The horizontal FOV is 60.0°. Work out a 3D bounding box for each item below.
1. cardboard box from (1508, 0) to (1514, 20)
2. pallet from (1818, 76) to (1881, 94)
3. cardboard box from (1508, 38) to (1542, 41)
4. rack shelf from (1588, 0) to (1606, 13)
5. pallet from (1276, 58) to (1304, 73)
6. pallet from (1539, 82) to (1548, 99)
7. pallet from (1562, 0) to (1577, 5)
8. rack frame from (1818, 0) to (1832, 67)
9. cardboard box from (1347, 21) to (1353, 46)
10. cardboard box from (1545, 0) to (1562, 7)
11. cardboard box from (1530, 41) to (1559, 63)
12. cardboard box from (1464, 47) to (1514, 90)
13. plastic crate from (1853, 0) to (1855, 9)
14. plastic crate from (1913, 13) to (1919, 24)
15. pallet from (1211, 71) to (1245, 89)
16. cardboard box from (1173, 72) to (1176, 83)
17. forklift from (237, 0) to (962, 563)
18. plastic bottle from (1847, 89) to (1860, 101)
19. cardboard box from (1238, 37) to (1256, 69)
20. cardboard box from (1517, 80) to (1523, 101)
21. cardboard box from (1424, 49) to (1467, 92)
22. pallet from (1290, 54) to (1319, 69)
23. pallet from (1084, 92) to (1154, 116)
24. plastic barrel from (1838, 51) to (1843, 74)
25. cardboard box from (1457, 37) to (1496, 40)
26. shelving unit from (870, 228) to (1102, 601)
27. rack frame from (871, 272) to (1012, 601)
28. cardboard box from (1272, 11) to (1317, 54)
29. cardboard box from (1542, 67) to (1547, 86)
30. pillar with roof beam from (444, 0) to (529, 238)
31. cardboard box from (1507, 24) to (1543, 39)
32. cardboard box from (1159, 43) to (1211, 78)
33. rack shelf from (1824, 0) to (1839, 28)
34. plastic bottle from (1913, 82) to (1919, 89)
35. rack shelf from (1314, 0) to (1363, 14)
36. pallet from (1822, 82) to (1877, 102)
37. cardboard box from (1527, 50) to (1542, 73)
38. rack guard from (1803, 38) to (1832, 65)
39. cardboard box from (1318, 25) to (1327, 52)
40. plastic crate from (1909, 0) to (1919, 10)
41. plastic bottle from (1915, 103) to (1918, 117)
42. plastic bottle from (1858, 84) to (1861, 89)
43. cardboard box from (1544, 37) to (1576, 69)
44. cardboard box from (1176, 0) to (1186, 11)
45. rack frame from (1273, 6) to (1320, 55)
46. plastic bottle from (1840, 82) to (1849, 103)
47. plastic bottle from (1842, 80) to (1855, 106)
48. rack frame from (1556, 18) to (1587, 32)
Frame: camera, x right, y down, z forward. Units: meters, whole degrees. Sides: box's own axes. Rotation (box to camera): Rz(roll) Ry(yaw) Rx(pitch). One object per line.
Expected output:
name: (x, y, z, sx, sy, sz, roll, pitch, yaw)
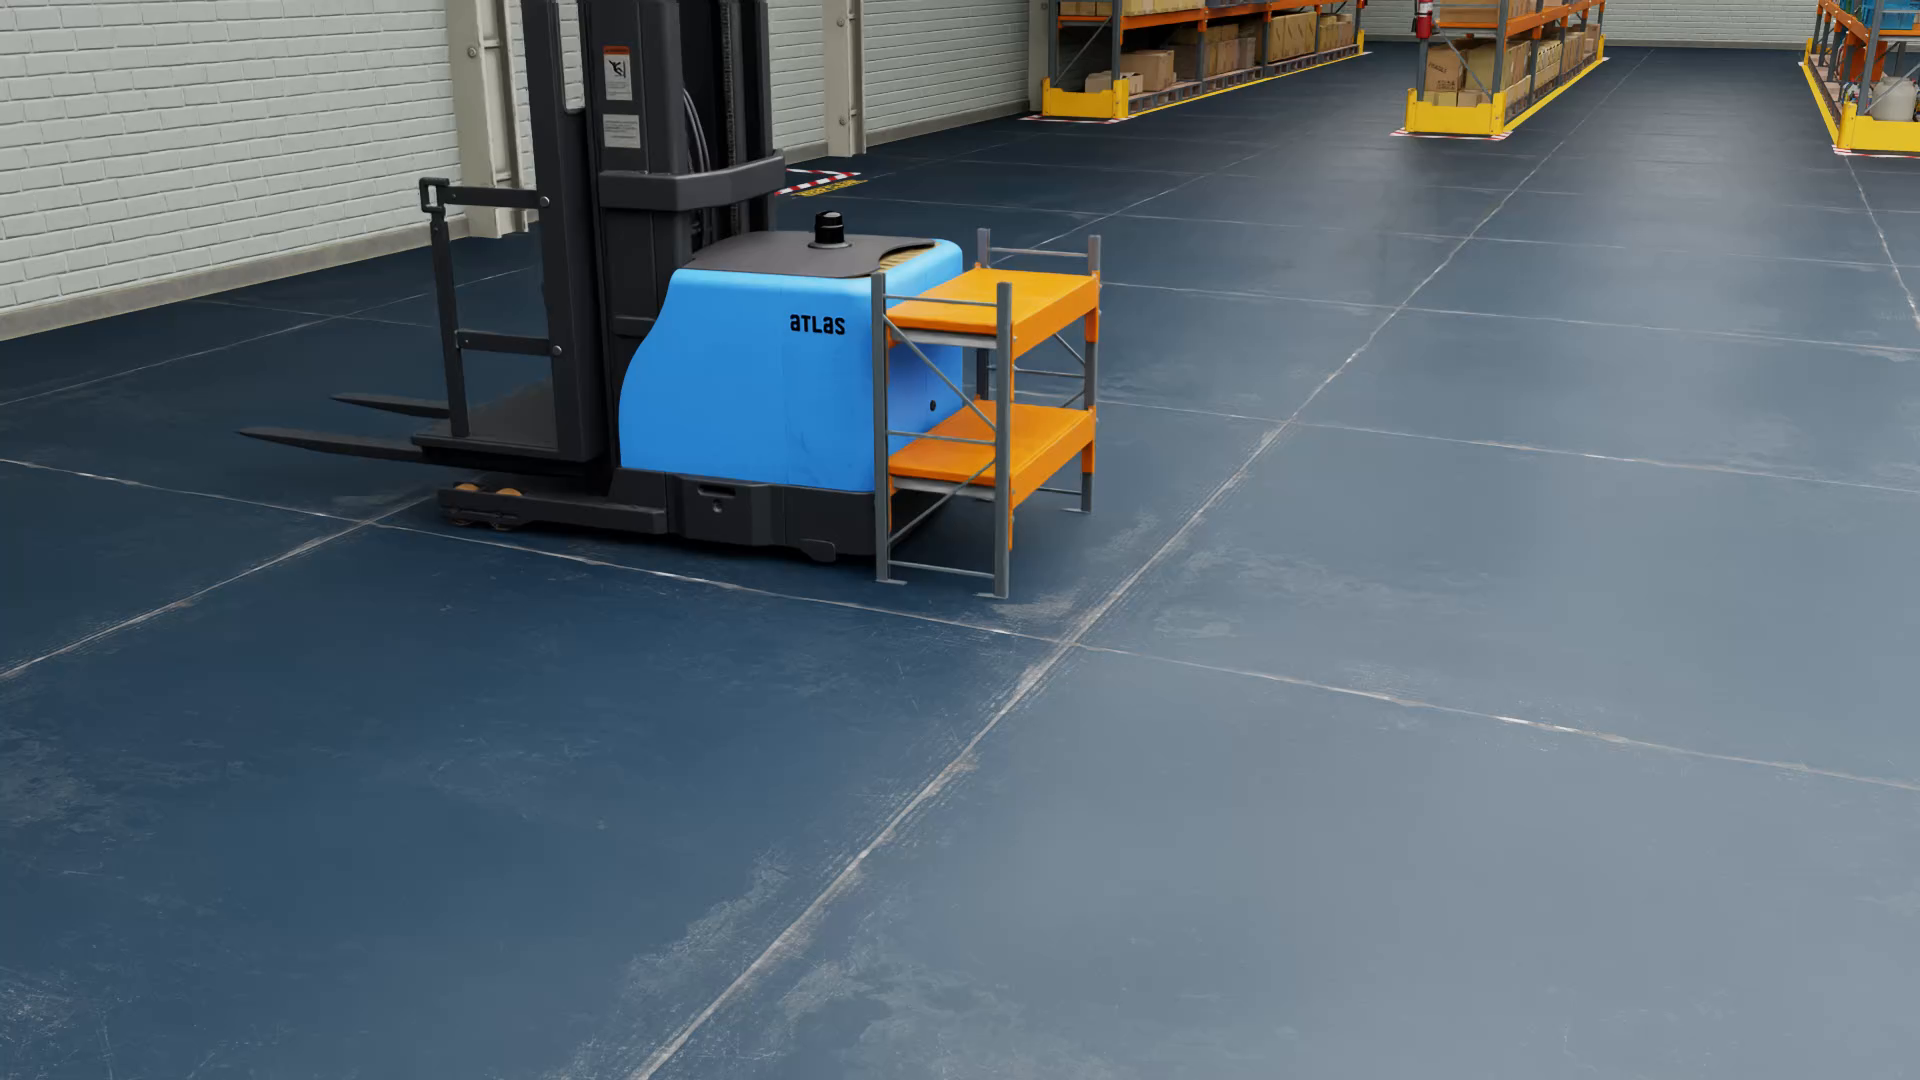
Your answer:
cardboard box: (6.828, -7.048, 21.660, 0.700, 0.500, 0.500, 9, 21, 23)
pallet: (14.284, -7.245, 26.526, 1.003, 0.211, 1.213, 9, 21, 23)
cardboard box: (9.650, -8.341, 28.519, 0.500, 0.500, 0.500, 9, 22, 25)
rack shelf: (11.939, -10.488, 32.557, 1.077, 0.370, 4.000, 9, 21, 23)
pallet: (5.853, -8.960, 31.348, 1.003, 0.211, 1.213, 9, 21, 23)
pallet: (8.608, -7.061, 26.009, 1.003, 0.211, 1.213, 9, 21, 23)
pallet: (9.695, -9.119, 27.921, 1.213, 0.211, 1.003, 9, 21, 23)
rack frame: (15.637, -9.535, 28.803, 1.000, 3.000, 0.127, 9, 21, 23)
cardboard box: (8.041, -10.909, 35.772, 0.700, 0.500, 0.500, 9, 21, 23)
cardboard box: (9.365, -8.562, 26.441, 0.380, 0.149, 0.250, 9, 21, 23)
cardboard box: (9.285, -7.806, 26.581, 0.500, 0.311, 0.500, 8, 21, 22)
cardboard box: (6.831, -6.090, 21.473, 0.500, 0.500, 0.500, 9, 21, 23)
plastic crate: (12.280, -7.309, 22.450, 0.402, 0.464, 0.583, 9, 21, 23)
plastic crate: (11.927, -6.434, 20.477, 0.530, 0.136, 0.437, 9, 21, 23)
pallet: (4.138, -7.747, 27.938, 1.003, 0.211, 1.213, 9, 21, 23)
cardboard box: (3.131, -7.153, 25.678, 0.380, 0.166, 0.250, 6, 20, 16)
forklift: (-1.551, -1.576, 6.525, 3.031, 2.935, 1.130, 7, 21, 18)
plastic bottle: (11.260, -5.528, 20.944, 0.152, 0.276, 0.135, 8, 21, 21)
cardboard box: (4.713, -8.474, 28.893, 0.700, 0.500, 0.500, 9, 21, 23)
cardboard box: (7.448, -6.194, 22.887, 0.500, 0.250, 0.500, 9, 21, 23)
cardboard box: (6.154, -6.008, 21.243, 0.500, 0.500, 0.500, 9, 21, 23)
pallet: (6.351, -9.334, 32.400, 1.003, 0.211, 1.213, 9, 21, 23)
pallet: (2.081, -6.179, 23.528, 1.003, 0.211, 1.213, 9, 21, 23)
plastic barrel: (14.334, -7.675, 26.658, 0.421, 0.512, 0.421, 0, 20, 0)
cardboard box: (7.368, -6.927, 23.828, 0.500, 0.500, 0.500, 9, 21, 23)
shelving unit: (0.120, -0.510, 6.224, 0.538, 1.125, 1.048, 7, 21, 20)
rack frame: (-0.065, -0.351, 5.778, 0.500, 1.125, 0.032, 7, 21, 20)
cardboard box: (6.451, -9.863, 32.306, 0.750, 0.750, 0.750, 9, 21, 23)
cardboard box: (8.655, -7.077, 25.367, 0.500, 0.250, 0.500, 8, 21, 21)
pillar with roof beam: (0.196, -6.126, 10.265, 9.100, 9.000, 0.400, 9, 21, 23)
cardboard box: (9.670, -8.712, 28.443, 0.500, 0.250, 0.500, 9, 22, 25)
cardboard box: (3.609, -7.706, 26.733, 0.700, 0.500, 0.500, 9, 22, 25)
rack shelf: (14.818, -8.585, 27.204, 1.077, 0.370, 4.000, 9, 21, 23)
plastic bottle: (12.149, -5.655, 21.189, 0.144, 0.351, 0.185, 8, 21, 22)
rack shelf: (7.418, -11.167, 34.465, 1.077, 0.370, 4.000, 9, 21, 23)
pallet: (13.646, -6.767, 25.181, 1.003, 0.211, 1.213, 9, 21, 23)
cardboard box: (8.240, -7.029, 24.396, 0.500, 0.311, 0.500, 9, 21, 23)
rack guard: (17.273, -9.589, 32.686, 1.175, 0.500, 0.348, 9, 21, 23)
cardboard box: (6.998, -10.129, 33.577, 0.700, 0.500, 0.500, 9, 21, 23)
plastic crate: (12.156, -6.644, 20.895, 0.499, 0.251, 0.616, 9, 21, 23)
plastic bottle: (11.792, -5.299, 20.411, 0.097, 0.201, 0.097, 0, 20, 0)
plastic bottle: (11.783, -5.839, 21.707, 0.144, 0.351, 0.185, 9, 21, 23)
cardboard box: (10.348, -8.436, 28.787, 0.500, 0.500, 0.500, 8, 21, 22)
cardboard box: (3.002, -7.894, 24.383, 0.500, 0.250, 0.500, 8, 21, 22)
rack frame: (6.599, -10.894, 32.625, 1.000, 3.000, 0.127, 9, 21, 23)
plastic bottle: (11.831, -5.974, 22.205, 0.097, 0.271, 0.097, 0, 20, 0)
plastic bottle: (11.575, -5.801, 21.601, 0.144, 0.351, 0.185, 8, 21, 20)
rack frame: (11.120, -10.216, 30.717, 1.000, 3.000, 0.127, 9, 21, 23)
